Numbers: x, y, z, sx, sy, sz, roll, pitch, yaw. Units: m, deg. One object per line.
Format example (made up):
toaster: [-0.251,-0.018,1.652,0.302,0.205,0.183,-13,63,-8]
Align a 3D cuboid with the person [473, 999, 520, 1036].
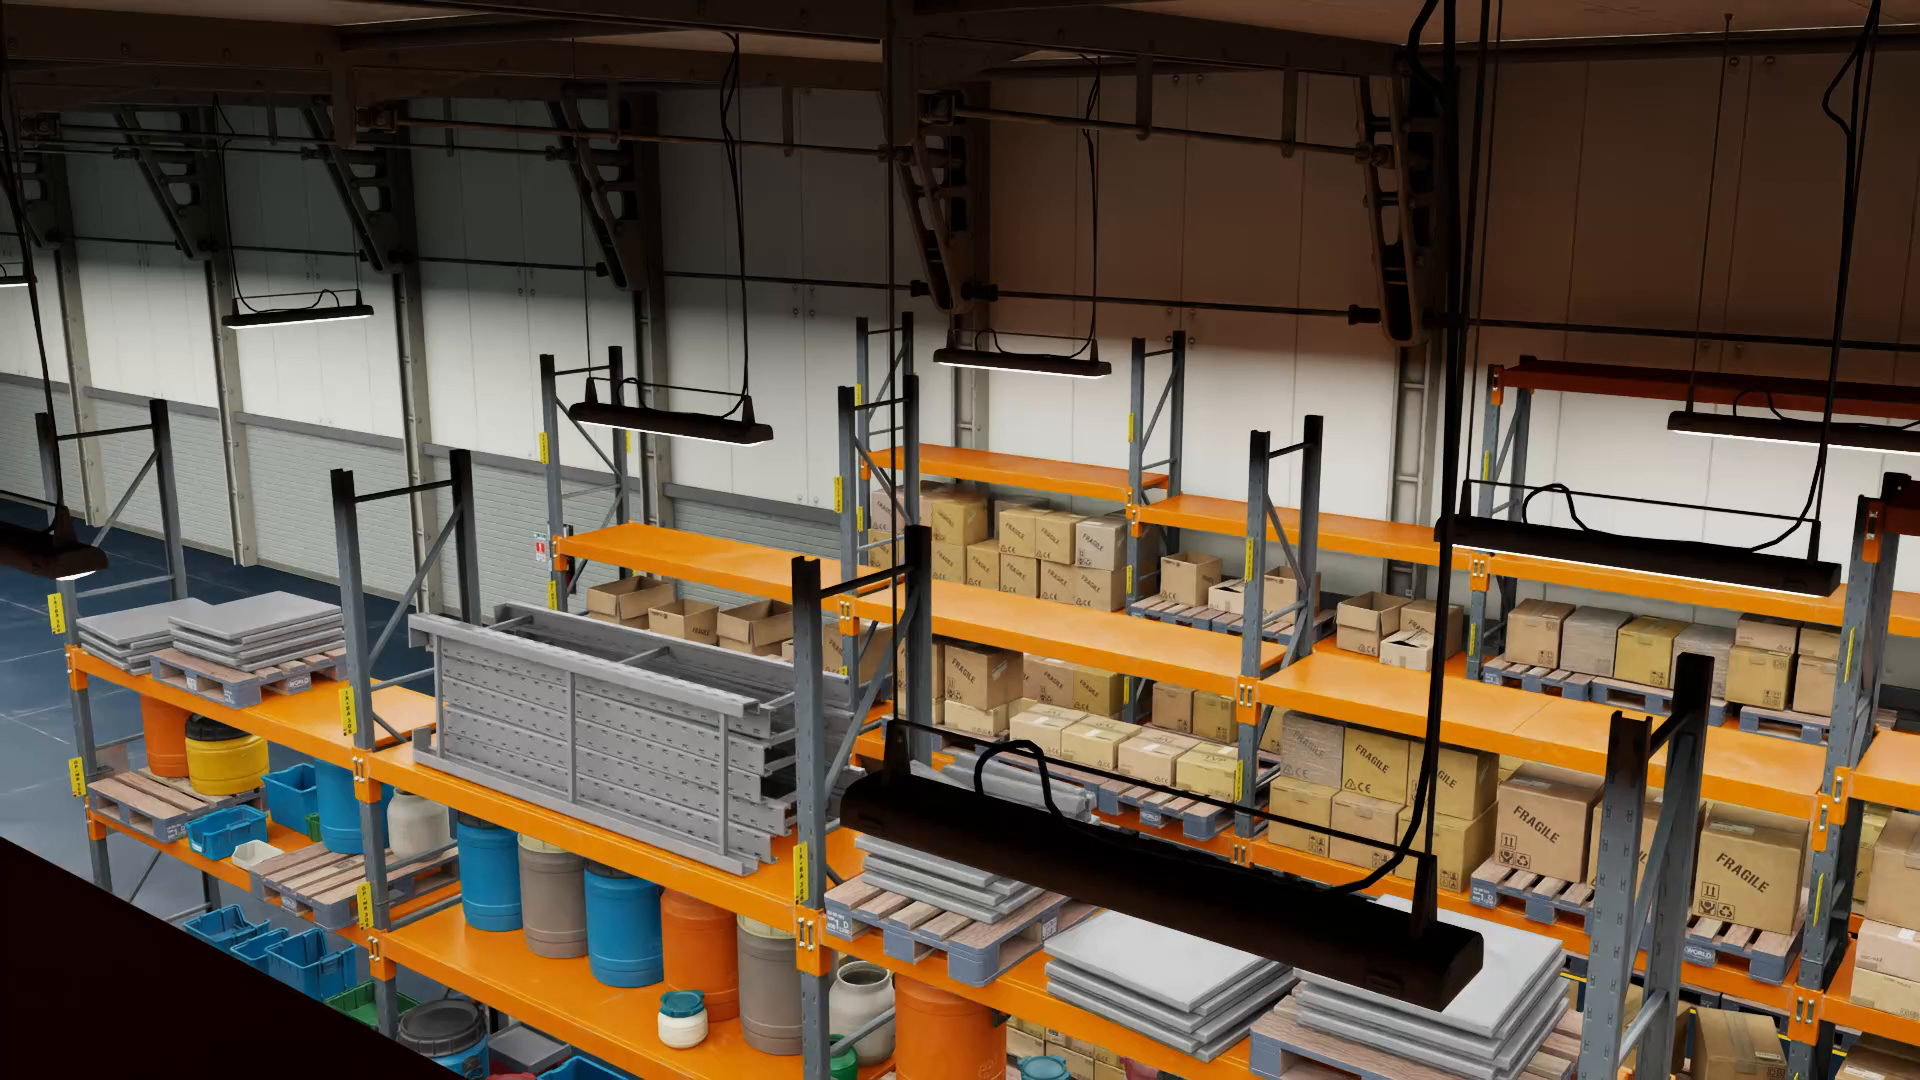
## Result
person: [-3.926,4.031,14.274,0.478,1.603,0.992,-12,17,-41]
